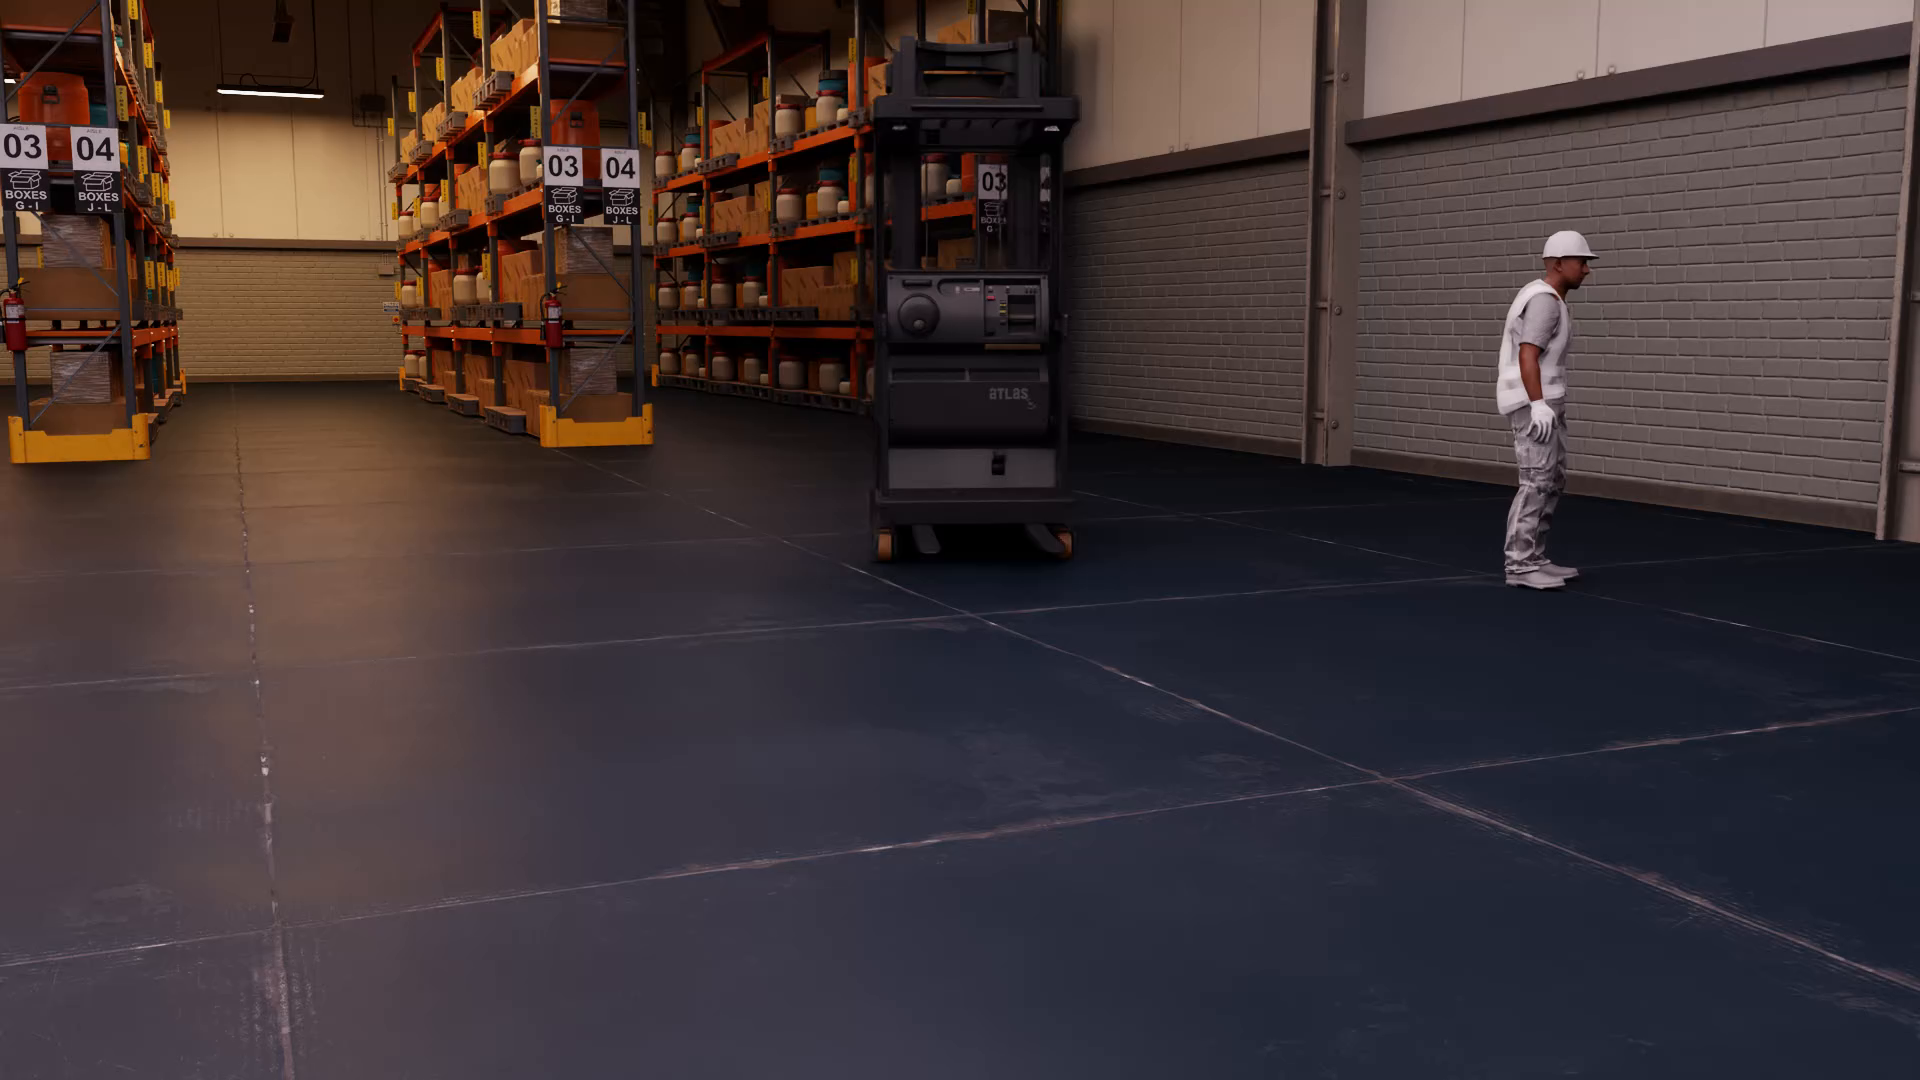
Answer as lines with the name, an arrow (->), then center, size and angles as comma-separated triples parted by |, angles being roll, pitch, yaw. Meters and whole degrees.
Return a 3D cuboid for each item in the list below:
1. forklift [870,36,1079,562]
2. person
forklift -> 0.062, -1.371, 9.339 | 1.130, 2.935, 3.031 | -1, 8, -4
person -> 2.955, -0.662, 8.409 | 0.451, 1.773, 0.623 | 4, 8, 27
